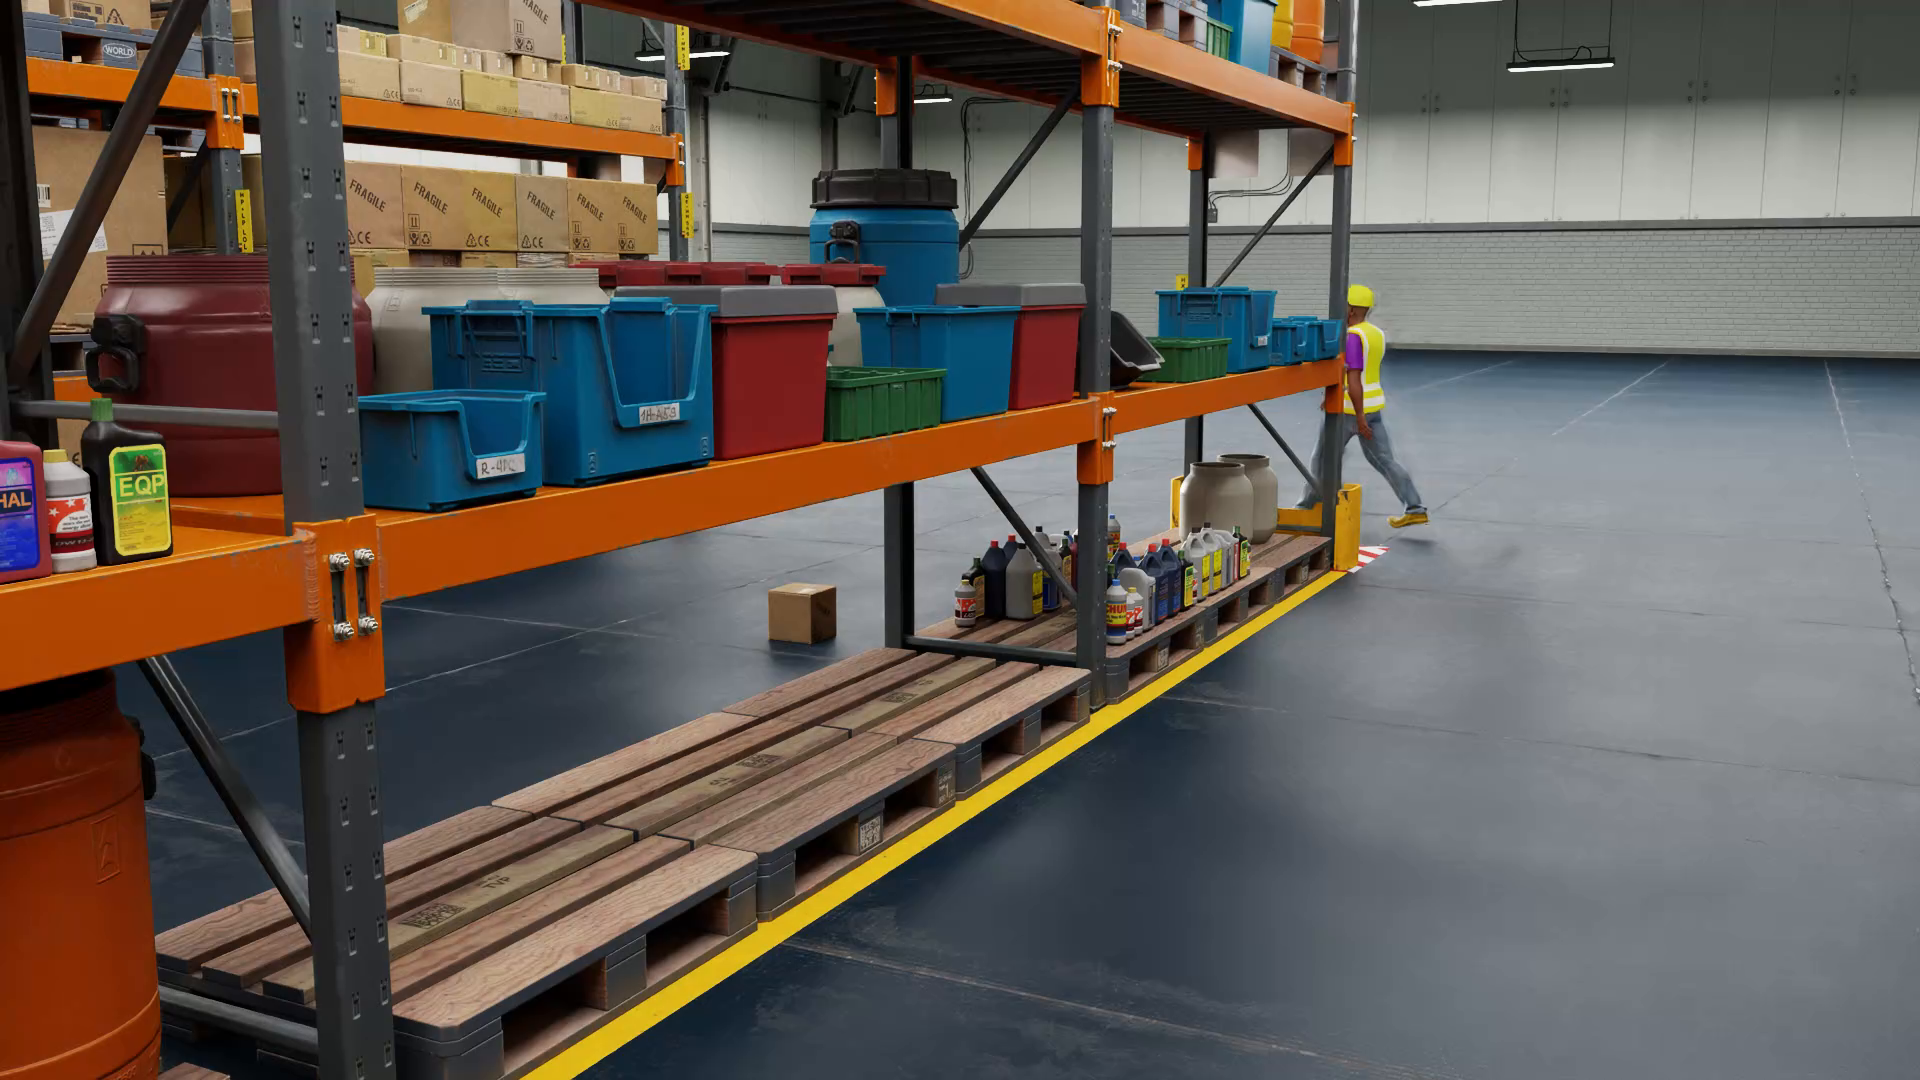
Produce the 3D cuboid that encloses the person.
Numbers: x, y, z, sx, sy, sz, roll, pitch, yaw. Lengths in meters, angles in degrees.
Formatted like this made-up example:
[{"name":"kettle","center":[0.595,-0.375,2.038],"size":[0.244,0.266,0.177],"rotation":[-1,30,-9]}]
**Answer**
[{"name":"person","center":[2.738,-0.916,11.611],"size":[1.113,1.715,0.655],"rotation":[7,11,38]}]
